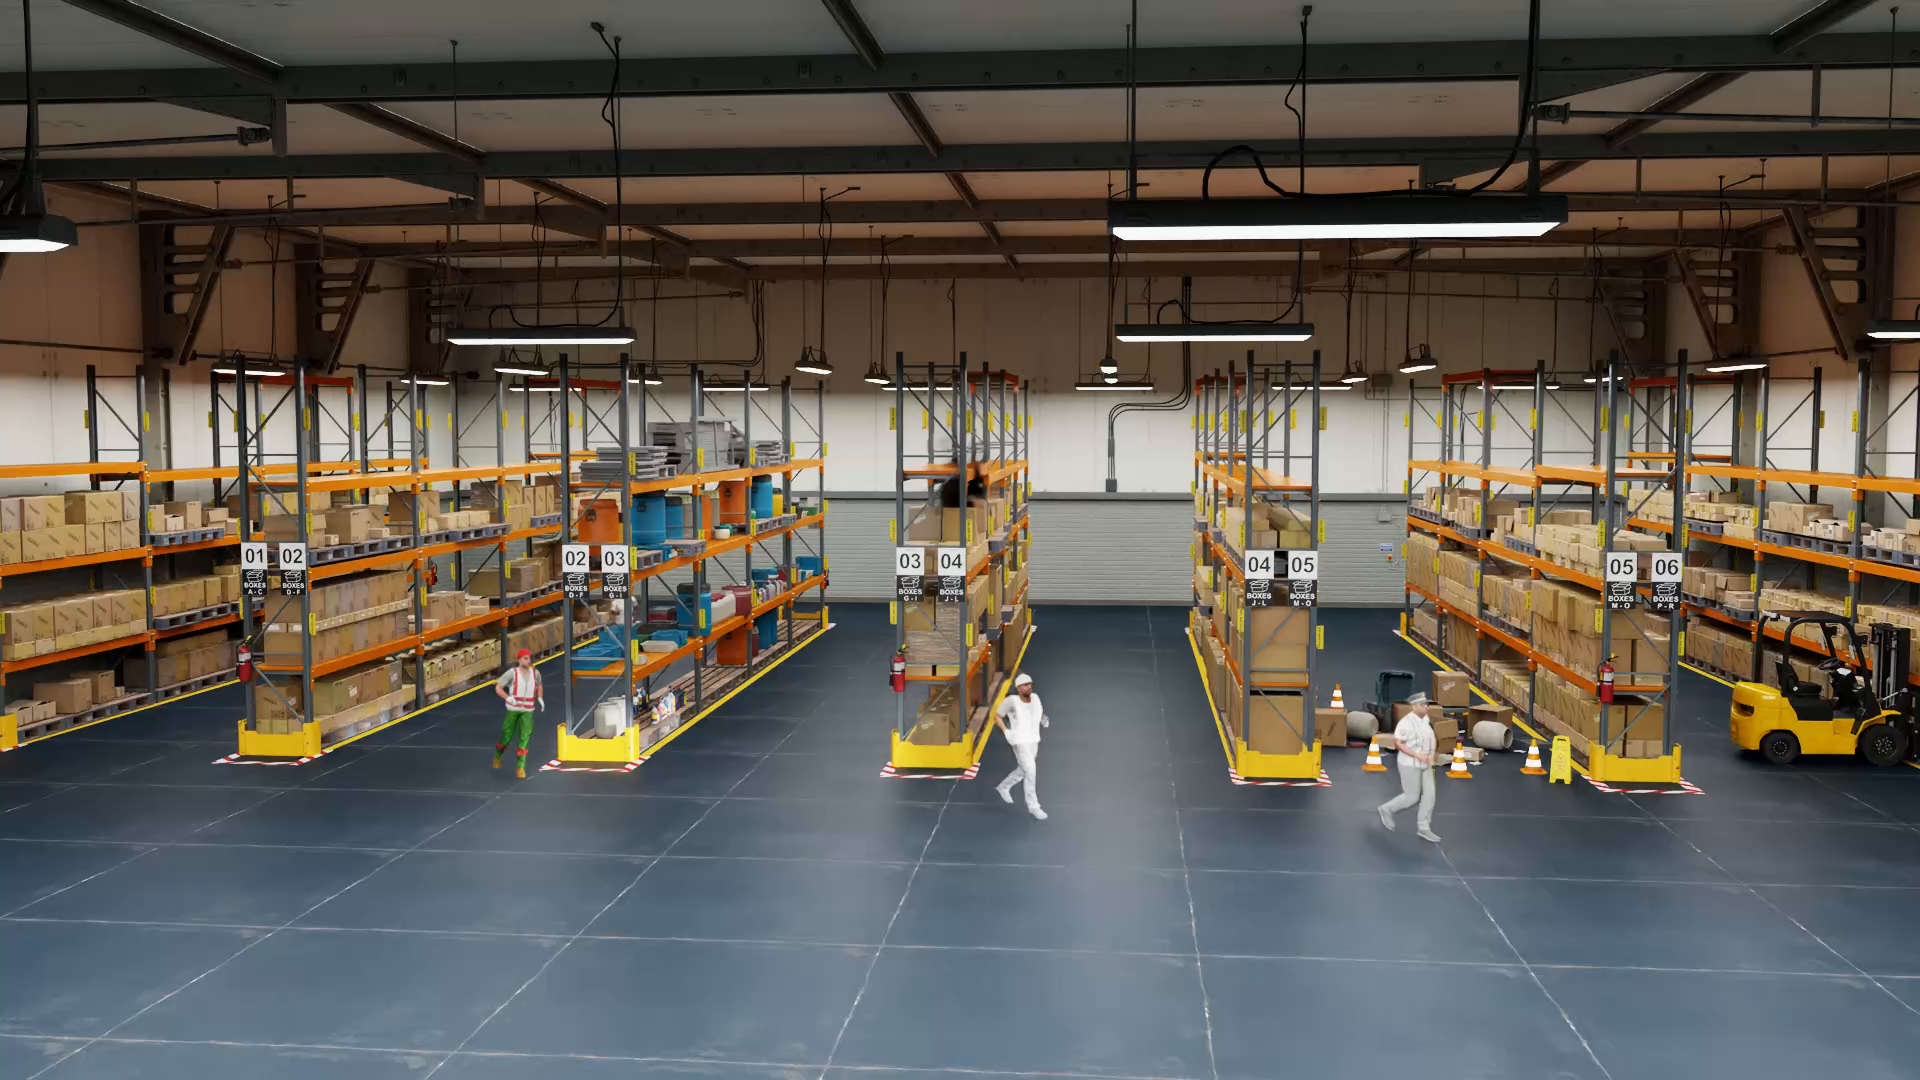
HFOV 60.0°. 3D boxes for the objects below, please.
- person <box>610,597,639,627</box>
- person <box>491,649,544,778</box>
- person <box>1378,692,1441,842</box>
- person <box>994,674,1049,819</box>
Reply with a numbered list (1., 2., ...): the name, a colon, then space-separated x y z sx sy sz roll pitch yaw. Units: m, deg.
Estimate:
1. person: -6.849 1.747 33.966 0.564 1.754 0.794 0 4 -4
2. person: -6.223 2.426 23.611 0.718 1.764 0.978 -2 5 -30
3. person: 5.469 2.704 20.070 0.688 1.787 0.794 -3 5 -40
4. person: 0.817 2.597 21.272 0.666 1.795 0.924 -4 6 -43
